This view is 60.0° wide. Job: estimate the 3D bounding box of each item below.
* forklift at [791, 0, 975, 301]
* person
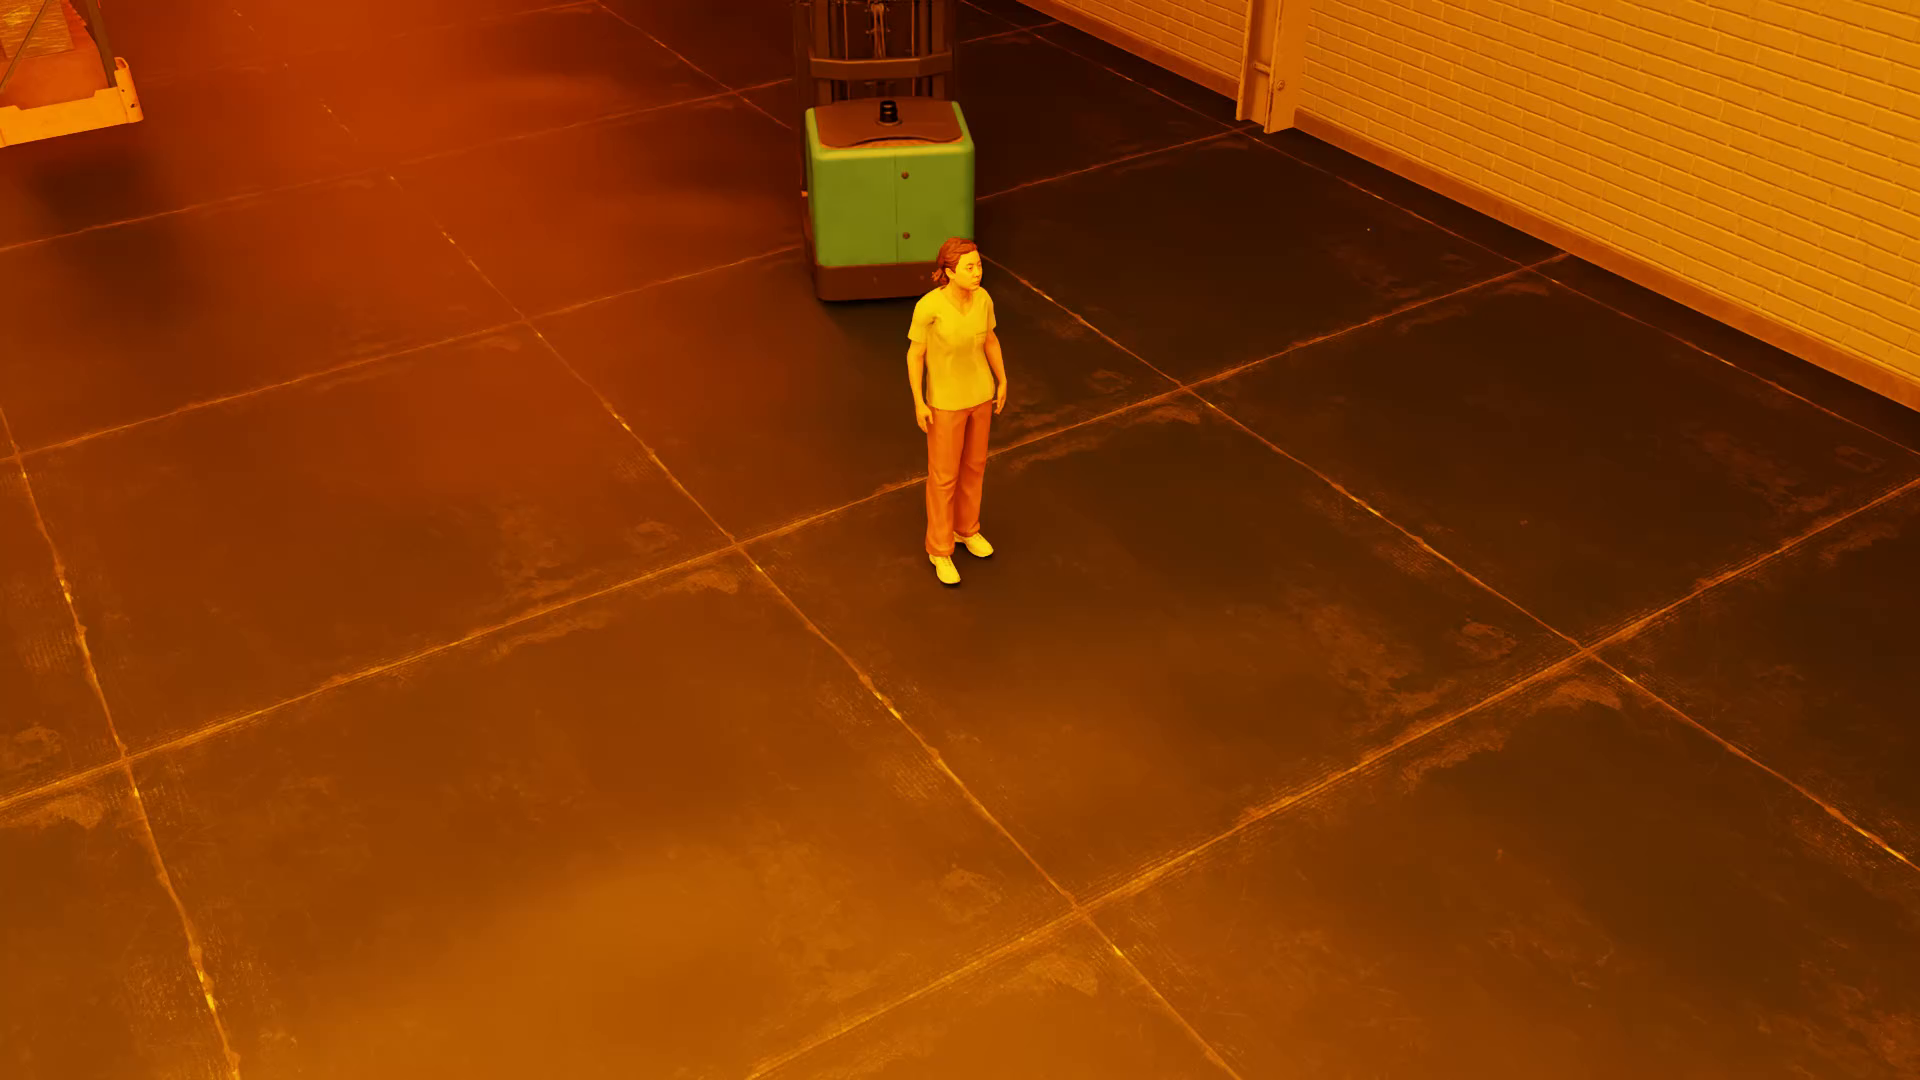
[{"bbox_3d":[-0.602,-3.583,11.247,1.130,2.935,3.031,-4,35,-6],"label":"forklift"},{"bbox_3d":[0.030,-0.652,8.155,0.553,1.675,0.549,-21,40,-27],"label":"person"}]
